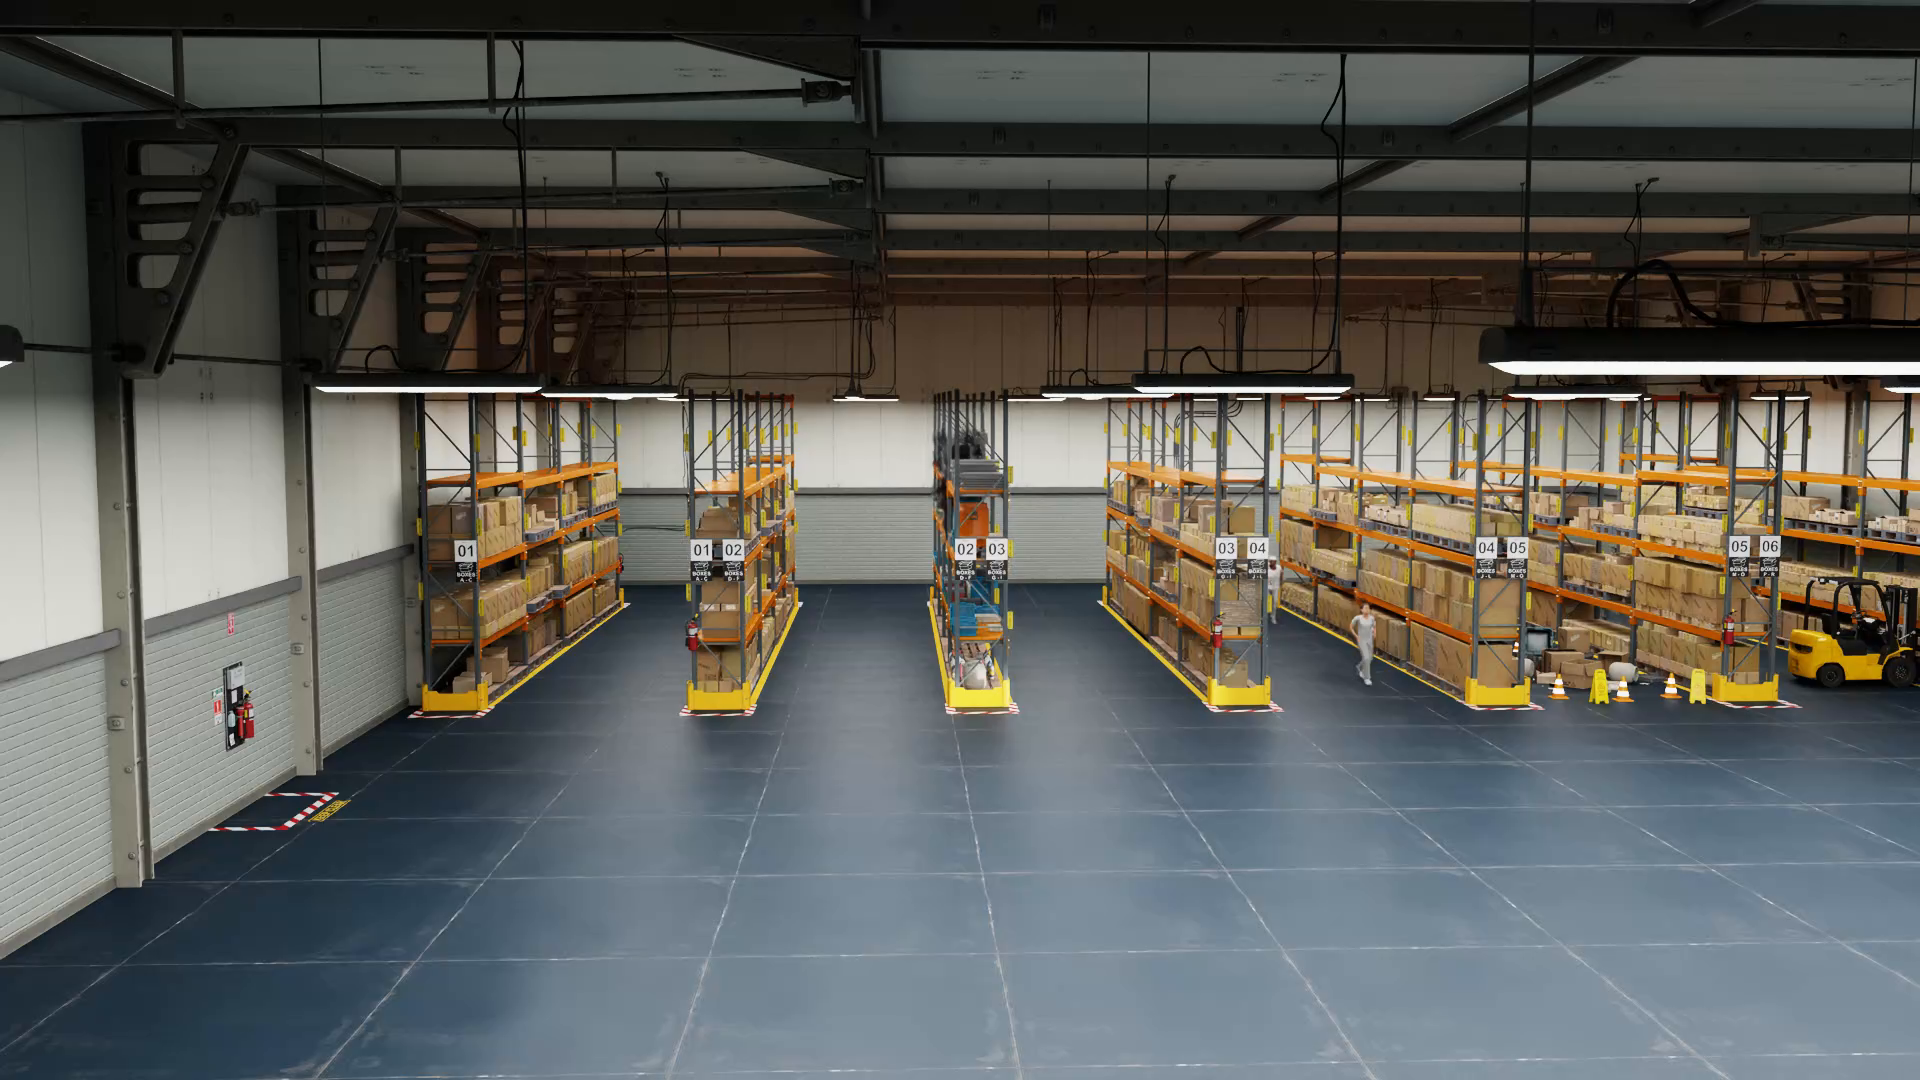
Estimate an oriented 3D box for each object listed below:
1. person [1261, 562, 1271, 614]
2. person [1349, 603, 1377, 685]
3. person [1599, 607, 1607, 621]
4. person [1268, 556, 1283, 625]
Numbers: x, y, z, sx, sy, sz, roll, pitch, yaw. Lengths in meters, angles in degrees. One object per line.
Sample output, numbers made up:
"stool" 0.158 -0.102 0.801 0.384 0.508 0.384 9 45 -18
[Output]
"person" 8.102 1.186 44.791 0.659 1.810 0.881 0 5 0
"person" 8.308 2.108 34.254 0.574 1.658 0.752 -1 5 -13
"person" 16.278 1.400 42.317 0.662 1.740 0.510 -1 5 -7
"person" 8.168 1.284 43.670 0.726 1.758 1.021 -1 5 -8
